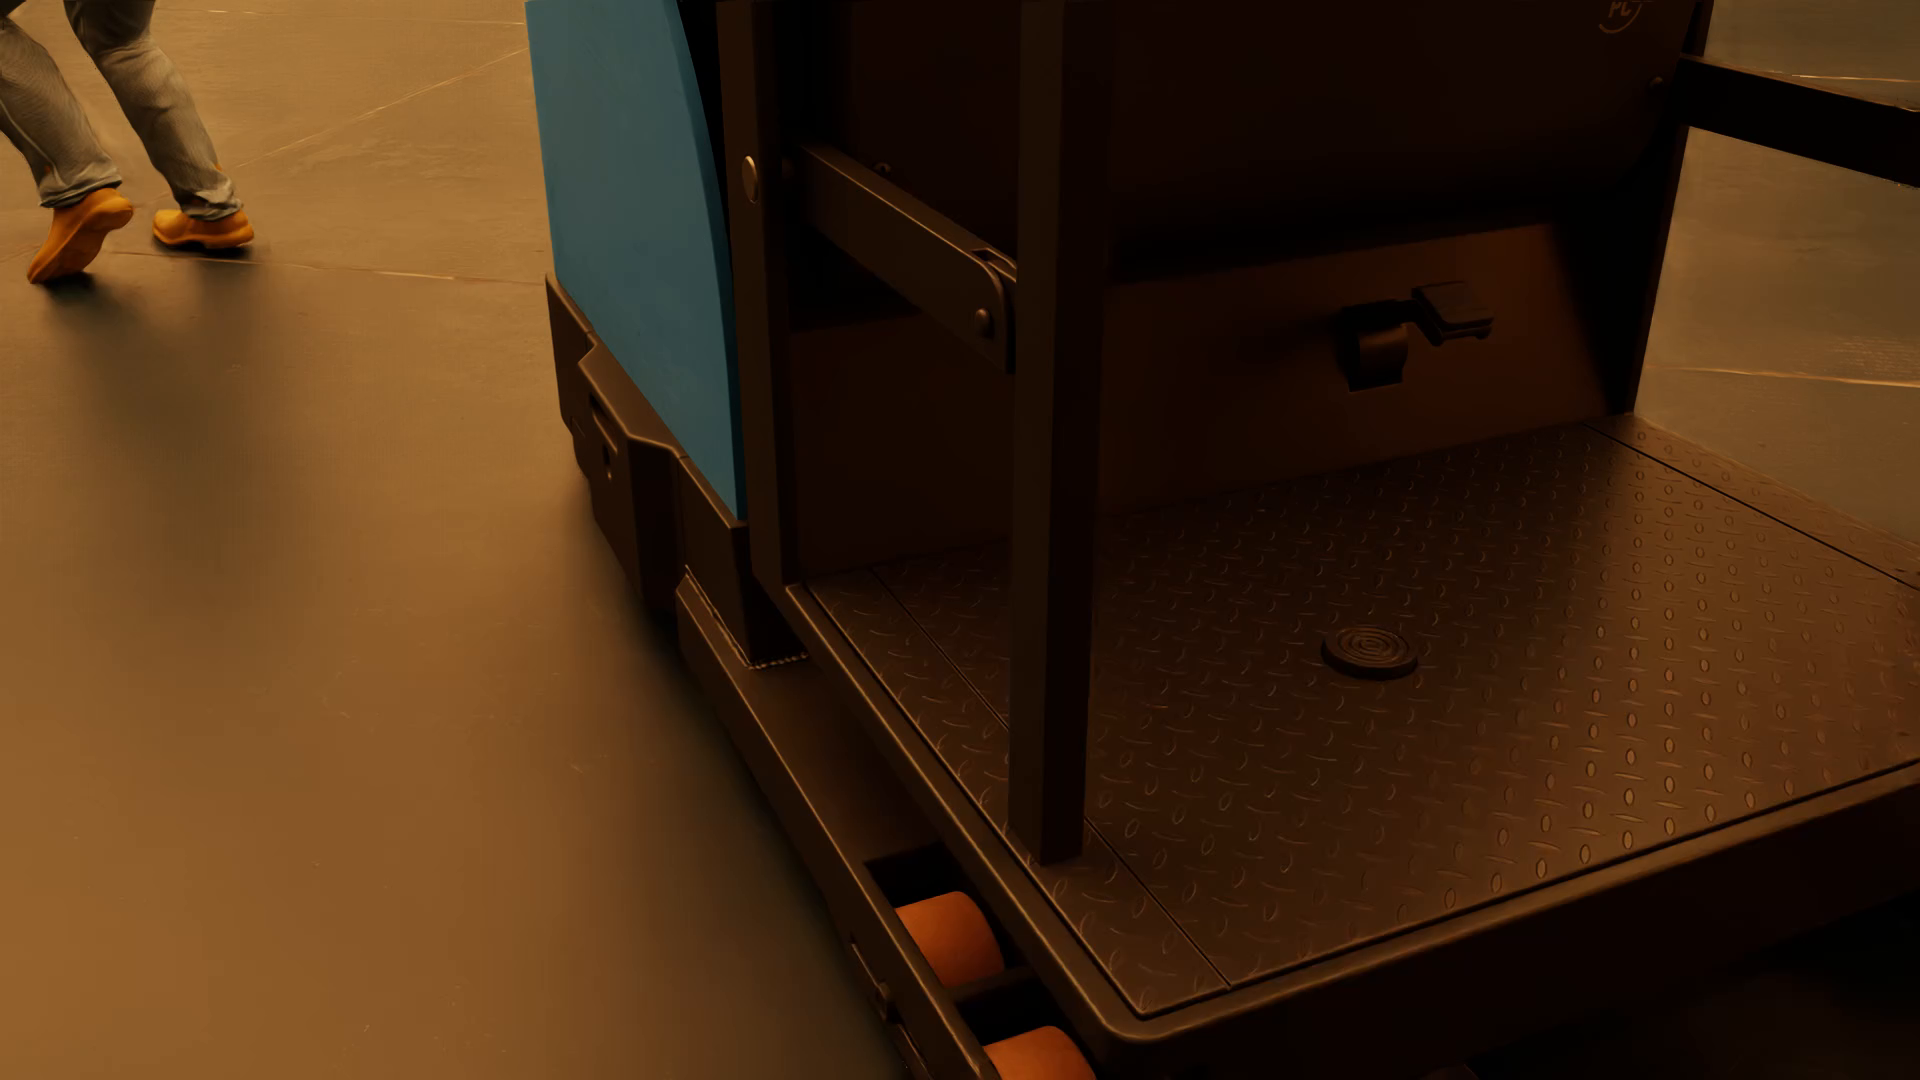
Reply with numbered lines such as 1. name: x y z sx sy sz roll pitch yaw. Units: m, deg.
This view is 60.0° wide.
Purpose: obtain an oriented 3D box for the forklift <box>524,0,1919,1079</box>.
1. forklift: 0.405 -0.960 1.149 1.130 2.935 3.031 -11 29 -21

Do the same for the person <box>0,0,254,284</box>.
1. person: -1.805 -1.380 3.391 0.753 1.712 0.753 5 27 10
